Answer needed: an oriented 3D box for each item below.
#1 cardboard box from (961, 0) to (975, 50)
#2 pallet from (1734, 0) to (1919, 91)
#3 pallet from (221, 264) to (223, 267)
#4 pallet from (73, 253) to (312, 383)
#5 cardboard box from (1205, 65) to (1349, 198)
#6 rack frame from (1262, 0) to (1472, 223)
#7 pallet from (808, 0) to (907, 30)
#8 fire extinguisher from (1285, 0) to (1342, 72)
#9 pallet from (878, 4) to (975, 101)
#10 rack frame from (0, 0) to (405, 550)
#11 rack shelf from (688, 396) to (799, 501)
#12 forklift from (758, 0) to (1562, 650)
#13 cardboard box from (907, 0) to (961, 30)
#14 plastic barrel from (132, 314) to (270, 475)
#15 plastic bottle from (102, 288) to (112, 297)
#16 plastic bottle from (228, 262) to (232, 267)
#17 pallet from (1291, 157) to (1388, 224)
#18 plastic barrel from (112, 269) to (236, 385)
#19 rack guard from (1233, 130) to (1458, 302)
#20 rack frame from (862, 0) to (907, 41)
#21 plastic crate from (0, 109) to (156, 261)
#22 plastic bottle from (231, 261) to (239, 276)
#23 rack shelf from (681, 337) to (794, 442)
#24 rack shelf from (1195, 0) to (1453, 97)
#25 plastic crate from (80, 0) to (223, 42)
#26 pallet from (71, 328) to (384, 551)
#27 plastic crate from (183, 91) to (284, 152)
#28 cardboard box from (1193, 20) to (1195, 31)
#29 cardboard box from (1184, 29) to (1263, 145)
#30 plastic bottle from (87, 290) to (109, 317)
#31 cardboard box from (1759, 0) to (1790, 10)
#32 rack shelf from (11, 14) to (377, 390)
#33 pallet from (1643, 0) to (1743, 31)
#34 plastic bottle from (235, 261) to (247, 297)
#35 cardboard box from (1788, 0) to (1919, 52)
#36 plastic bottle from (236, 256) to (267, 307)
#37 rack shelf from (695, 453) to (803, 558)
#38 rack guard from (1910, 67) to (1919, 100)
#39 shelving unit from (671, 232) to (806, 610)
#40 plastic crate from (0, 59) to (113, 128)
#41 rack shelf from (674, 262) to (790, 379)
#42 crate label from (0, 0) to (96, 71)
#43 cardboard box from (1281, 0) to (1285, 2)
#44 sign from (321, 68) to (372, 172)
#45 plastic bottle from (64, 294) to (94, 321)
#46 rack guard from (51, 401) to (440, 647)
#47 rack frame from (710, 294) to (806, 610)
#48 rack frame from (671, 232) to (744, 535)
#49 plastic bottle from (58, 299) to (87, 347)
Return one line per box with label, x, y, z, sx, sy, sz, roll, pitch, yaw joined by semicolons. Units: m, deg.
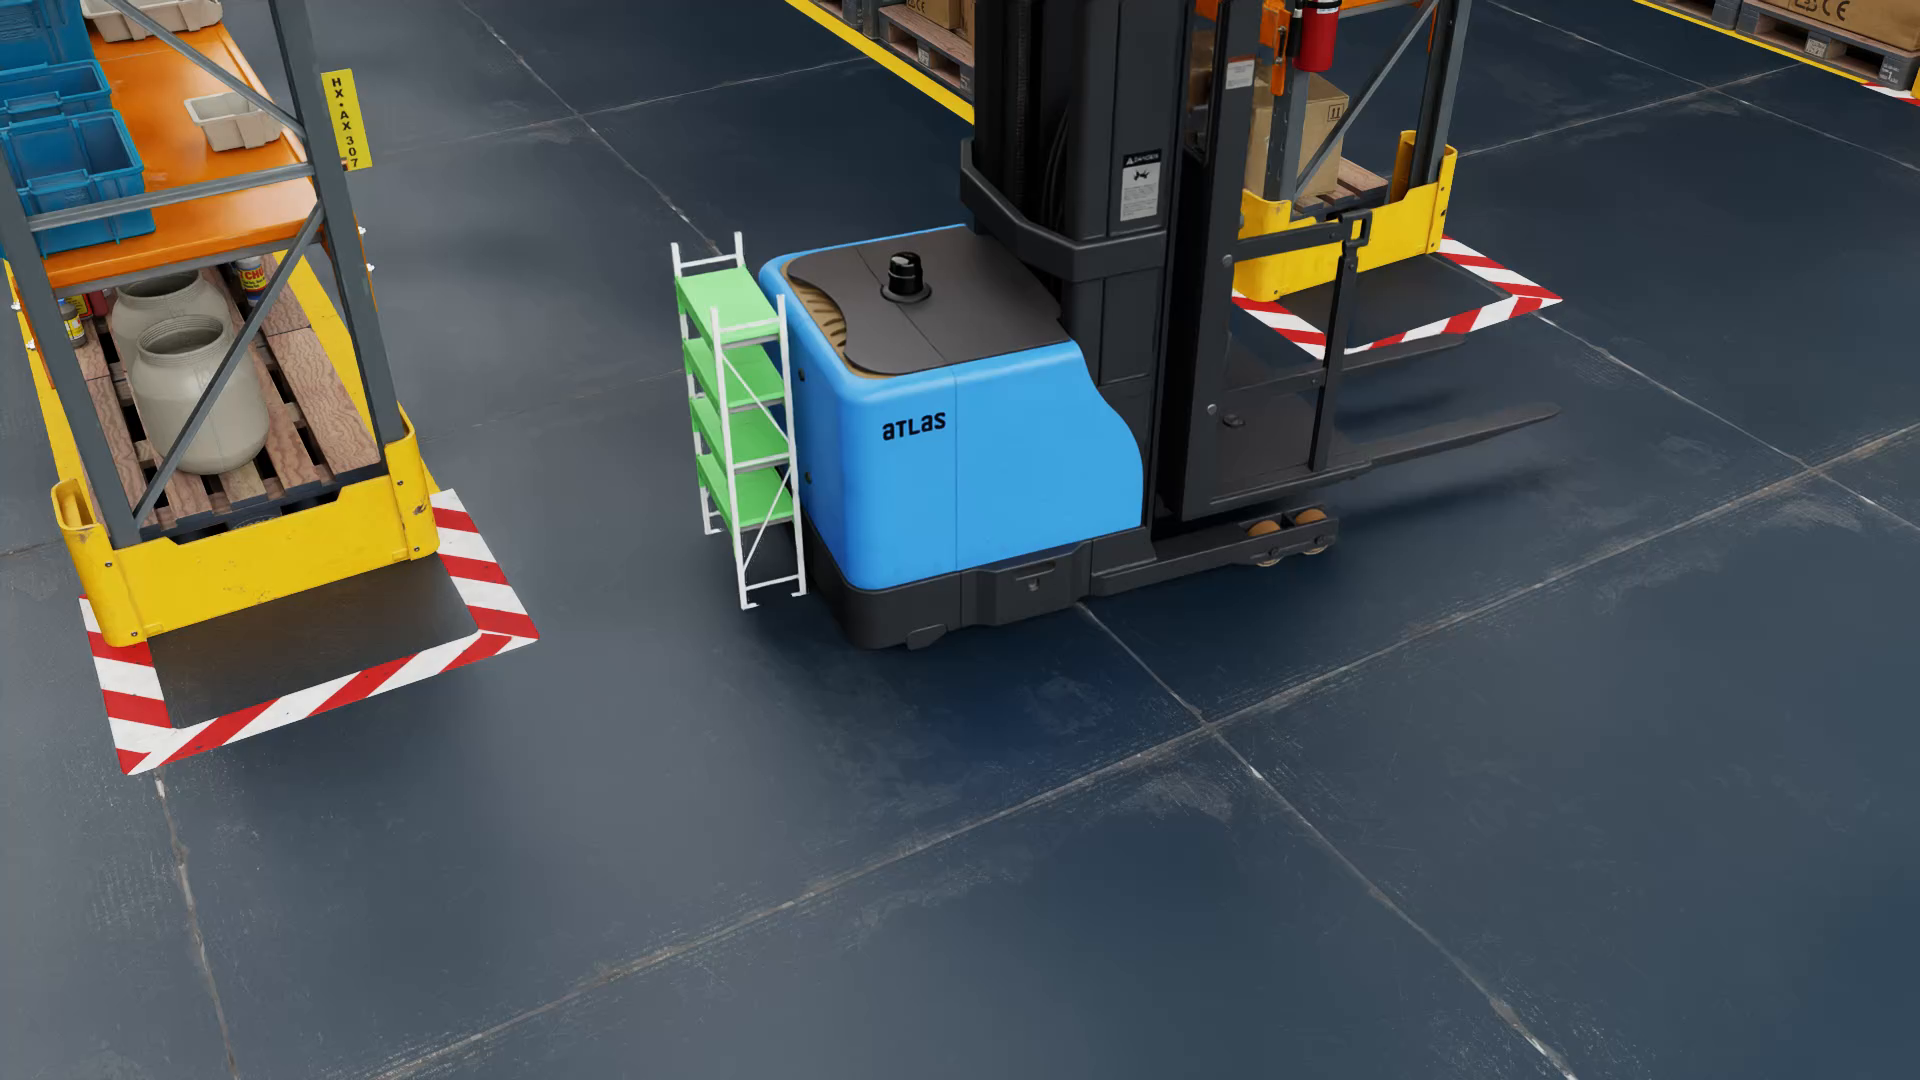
cardboard box;0.299;-3.225;9.885;0.500;0.500;0.500;-7;37;-9
pallet;5.717;-3.207;10.462;1.003;0.211;1.213;-19;40;-24
pallet;-4.143;-1.622;8.291;1.003;0.211;1.213;-19;40;-24
pallet;-3.526;-0.999;7.439;1.003;0.211;1.213;-19;40;-24
cardboard box;1.548;-2.014;8.228;0.500;0.500;0.500;-12;38;-16
rack frame;1.847;-2.530;7.171;1.000;3.000;0.127;-19;40;-24
pallet;-0.555;-3.841;11.330;1.003;0.211;1.213;-19;40;-24
fire extinguisher;1.507;-2.304;6.927;0.296;0.674;0.183;-19;40;-24
pallet;0.206;-3.112;10.332;1.003;0.211;1.213;-19;40;-24
rack frame;-2.435;-1.063;5.162;1.000;3.000;0.127;-19;40;-24
rack shelf;-0.761;-0.348;5.817;0.258;0.148;0.480;-14;38;-18
forklift;0.855;-1.361;5.629;3.031;2.935;1.130;-14;38;-18
cardboard box;0.004;-3.515;10.282;0.500;0.500;0.500;-20;41;-25
plastic barrel;-2.832;-0.541;6.200;0.421;0.512;0.421;0;36;0
plastic bottle;-3.811;-1.171;7.309;0.097;0.201;0.097;0;36;0
plastic bottle;-3.299;-1.381;7.538;0.097;0.271;0.097;0;36;0
pallet;1.432;-1.868;8.628;1.003;0.211;1.213;-19;40;-24
plastic barrel;-3.084;-0.796;6.550;0.421;0.512;0.421;0;36;0
rack guard;1.809;-1.560;7.962;1.175;0.500;0.348;-19;40;-24
rack frame;-0.162;-4.570;9.964;1.000;3.000;0.127;-19;40;-24
plastic crate;-2.945;-1.169;5.434;0.499;0.251;0.616;-19;40;-24
plastic bottle;-3.249;-1.330;7.468;0.097;0.271;0.097;0;36;0
rack shelf;-0.762;-0.542;5.675;0.258;0.148;0.480;-14;38;-18
rack shelf;0.843;-3.260;8.780;1.077;0.370;4.000;-19;40;-24
plastic crate;-3.410;-2.243;7.002;0.530;0.136;0.437;-19;40;-24
pallet;-2.917;-0.377;6.588;1.003;0.211;1.213;-19;40;-24
plastic crate;-2.606;-1.508;5.995;0.298;0.136;0.250;-19;40;-24
cardboard box;0.920;-2.634;9.076;0.500;0.500;0.500;-15;39;-20
cardboard box;1.218;-2.309;8.631;0.500;0.500;0.500;-9;37;-12
plastic bottle;-3.748;-1.119;7.168;0.061;0.283;0.133;-19;40;-24
cardboard box;5.345;-4.034;10.676;0.875;0.875;0.875;-20;40;-25
rack shelf;-3.440;-1.792;6.770;1.077;0.370;4.000;-19;40;-24
pallet;5.109;-3.829;11.313;1.003;0.211;1.213;-19;40;-24
plastic bottle;-3.129;-1.180;7.322;0.097;0.201;0.097;0;36;0
cardboard box;5.789;-3.586;10.063;0.875;0.875;0.875;-19;40;-24
plastic bottle;-3.076;-1.156;7.229;0.097;0.271;0.097;0;36;0
rack shelf;-0.760;-0.155;5.959;0.258;0.148;0.480;-14;38;-18
rack guard;6.199;-2.927;9.834;1.175;0.500;0.348;-19;40;-24
shelving unit;-0.761;-0.400;5.779;0.258;1.200;0.503;-14;38;-18
plastic crate;-3.267;-1.502;5.889;0.499;0.251;0.408;-19;40;-24
rack shelf;-0.762;-0.735;5.533;0.258;0.148;0.480;-14;38;-18
crate label;-3.594;-1.935;6.327;0.502;0.435;0.616;-19;40;-24
cardboard box;1.526;-2.513;7.361;0.380;0.149;0.250;-19;40;-24
sign;-1.957;-1.335;5.300;0.100;0.325;0.005;-19;40;-24
plastic bottle;-3.840;-1.084;7.127;0.152;0.276;0.135;-19;40;-24
rack guard;-2.514;-0.078;5.933;1.175;0.500;0.348;-19;40;-24
rack frame;-0.669;-0.267;5.597;0.240;1.200;0.015;-14;38;-18
rack frame;-0.853;-0.533;5.962;0.240;1.200;0.015;-14;38;-18
plastic bottle;-3.737;-0.917;6.962;0.097;0.201;0.097;0;36;0
